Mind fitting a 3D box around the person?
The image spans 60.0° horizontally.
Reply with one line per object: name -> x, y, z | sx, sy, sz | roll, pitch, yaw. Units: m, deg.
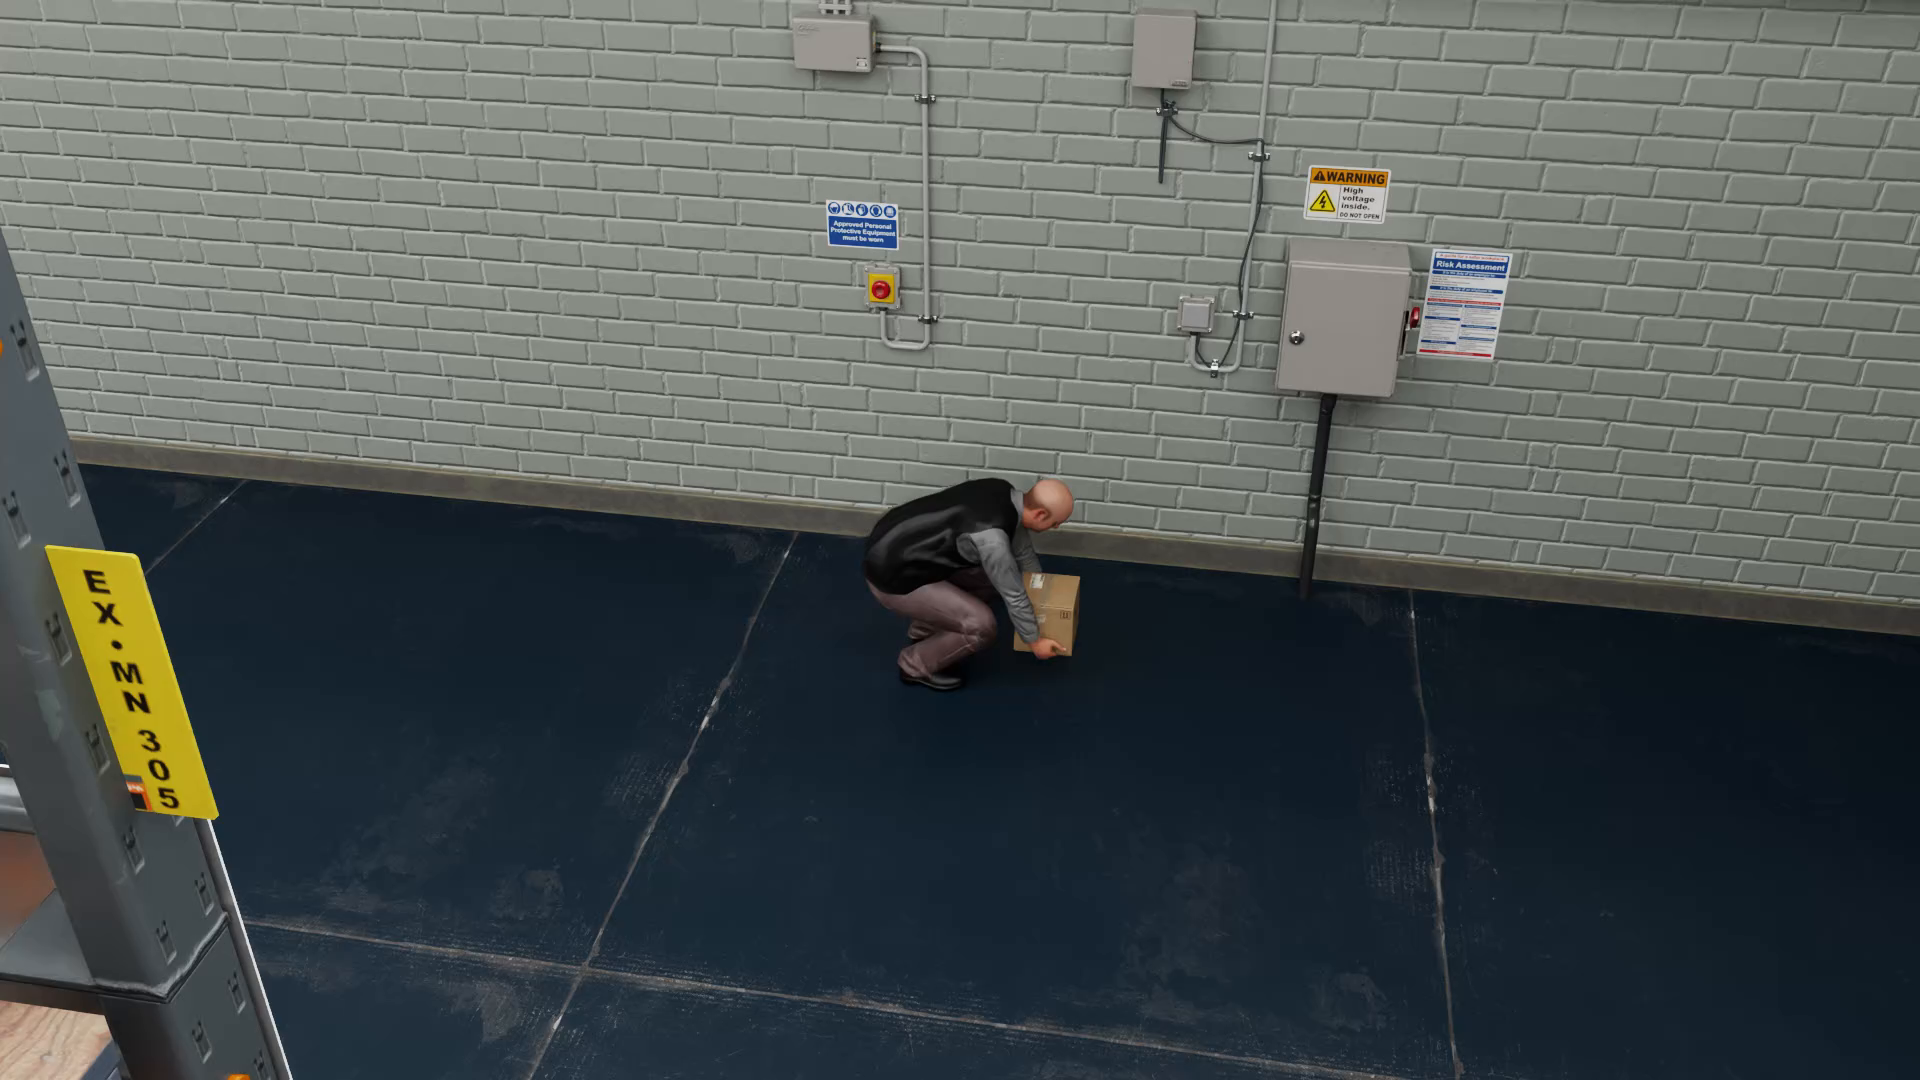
person -> 0.037, 0.157, 7.134 | 0.896, 0.960, 0.509 | 4, 32, 7
